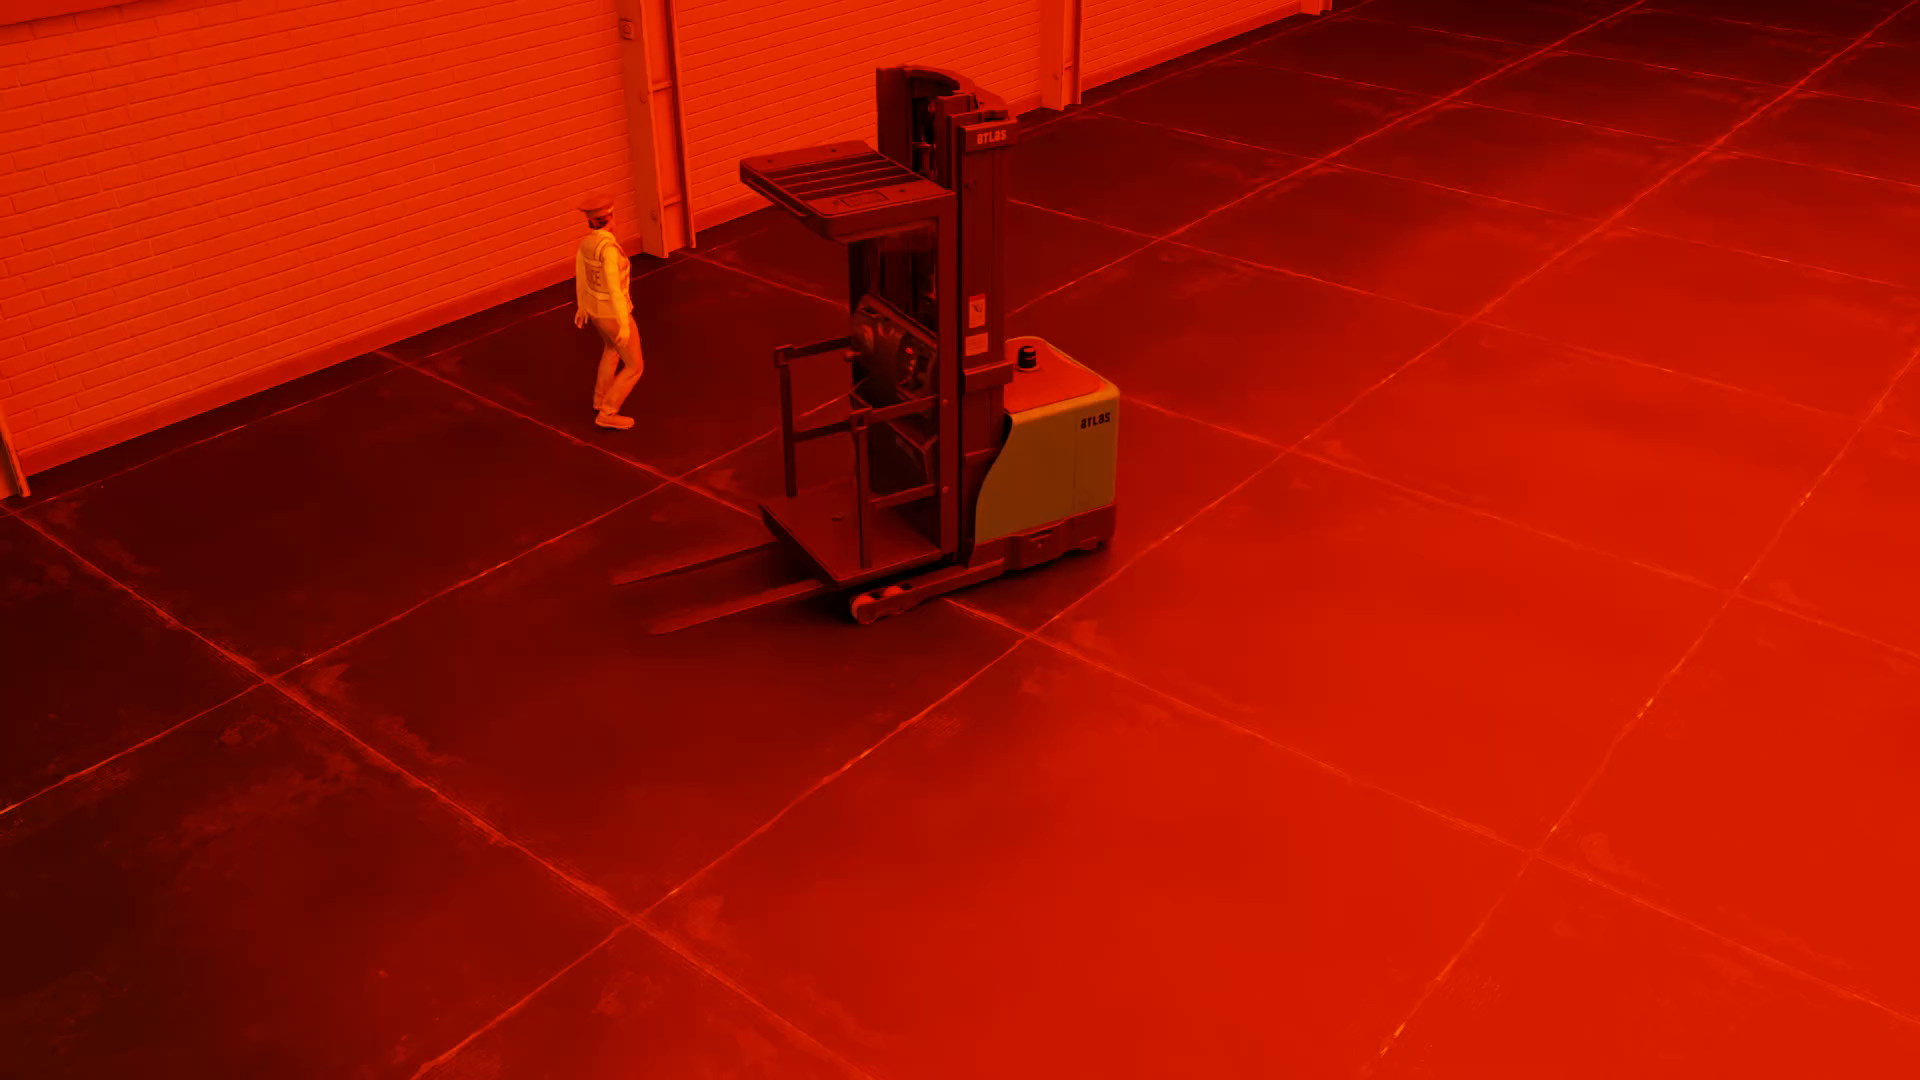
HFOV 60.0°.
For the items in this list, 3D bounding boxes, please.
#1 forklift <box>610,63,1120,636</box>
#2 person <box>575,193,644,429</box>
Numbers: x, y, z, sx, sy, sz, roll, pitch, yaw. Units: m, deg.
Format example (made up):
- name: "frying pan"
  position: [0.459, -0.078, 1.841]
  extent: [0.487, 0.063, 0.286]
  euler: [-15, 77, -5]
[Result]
- name: "forklift"
  position: [-0.559, -1.079, 9.442]
  extent: [3.031, 2.935, 1.130]
  euler: [-16, 34, -26]
- name: "person"
  position: [-2.477, -1.570, 11.597]
  extent: [0.421, 1.607, 0.793]
  euler: [-19, 35, -29]
